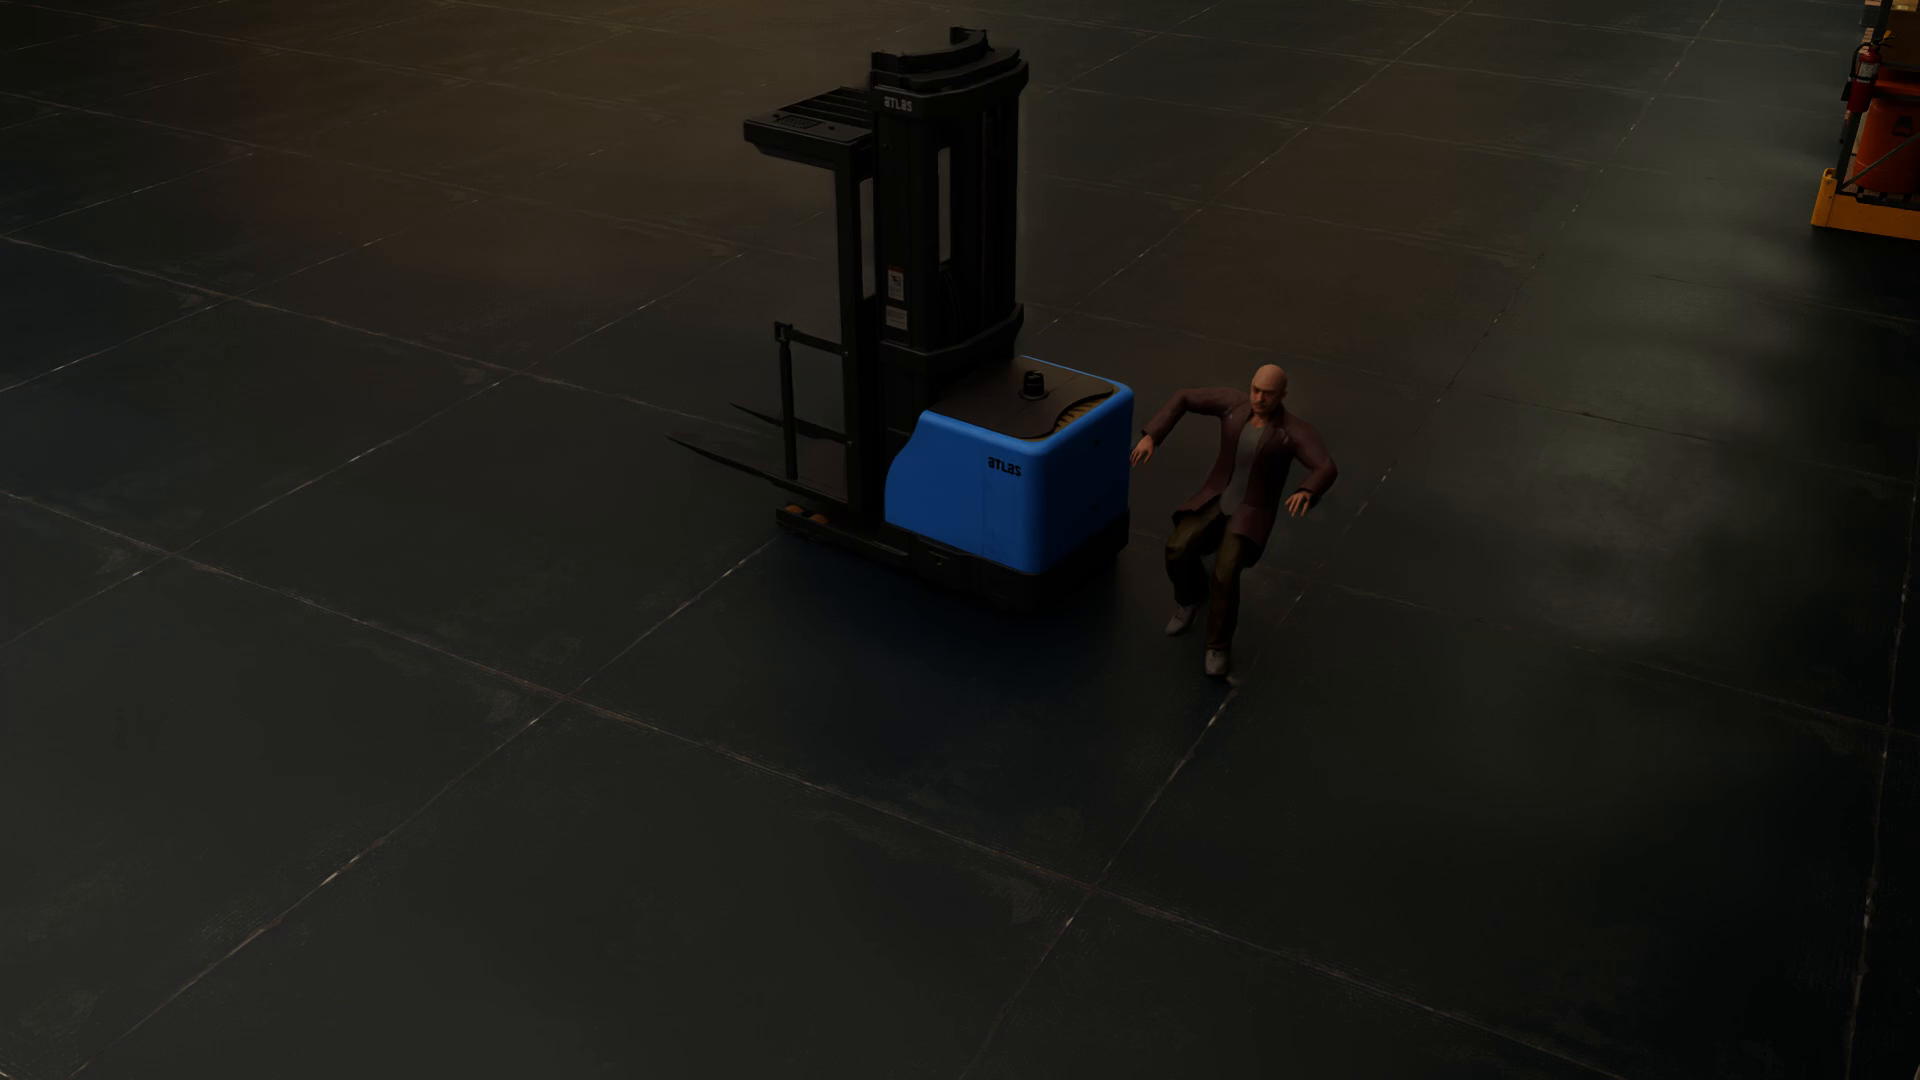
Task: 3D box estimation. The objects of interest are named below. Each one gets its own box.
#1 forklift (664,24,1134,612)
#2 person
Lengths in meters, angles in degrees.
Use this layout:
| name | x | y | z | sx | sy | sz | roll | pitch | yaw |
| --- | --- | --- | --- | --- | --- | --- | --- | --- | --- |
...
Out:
| name | x | y | z | sx | sy | sz | roll | pitch | yaw |
| --- | --- | --- | --- | --- | --- | --- | --- | --- | --- |
| forklift | -0.496 | -1.448 | 9.579 | 3.031 | 2.935 | 1.130 | 20 | 36 | 31 |
| person | 1.368 | -0.140 | 8.728 | 1.118 | 1.522 | 0.872 | 16 | 33 | 25 |
